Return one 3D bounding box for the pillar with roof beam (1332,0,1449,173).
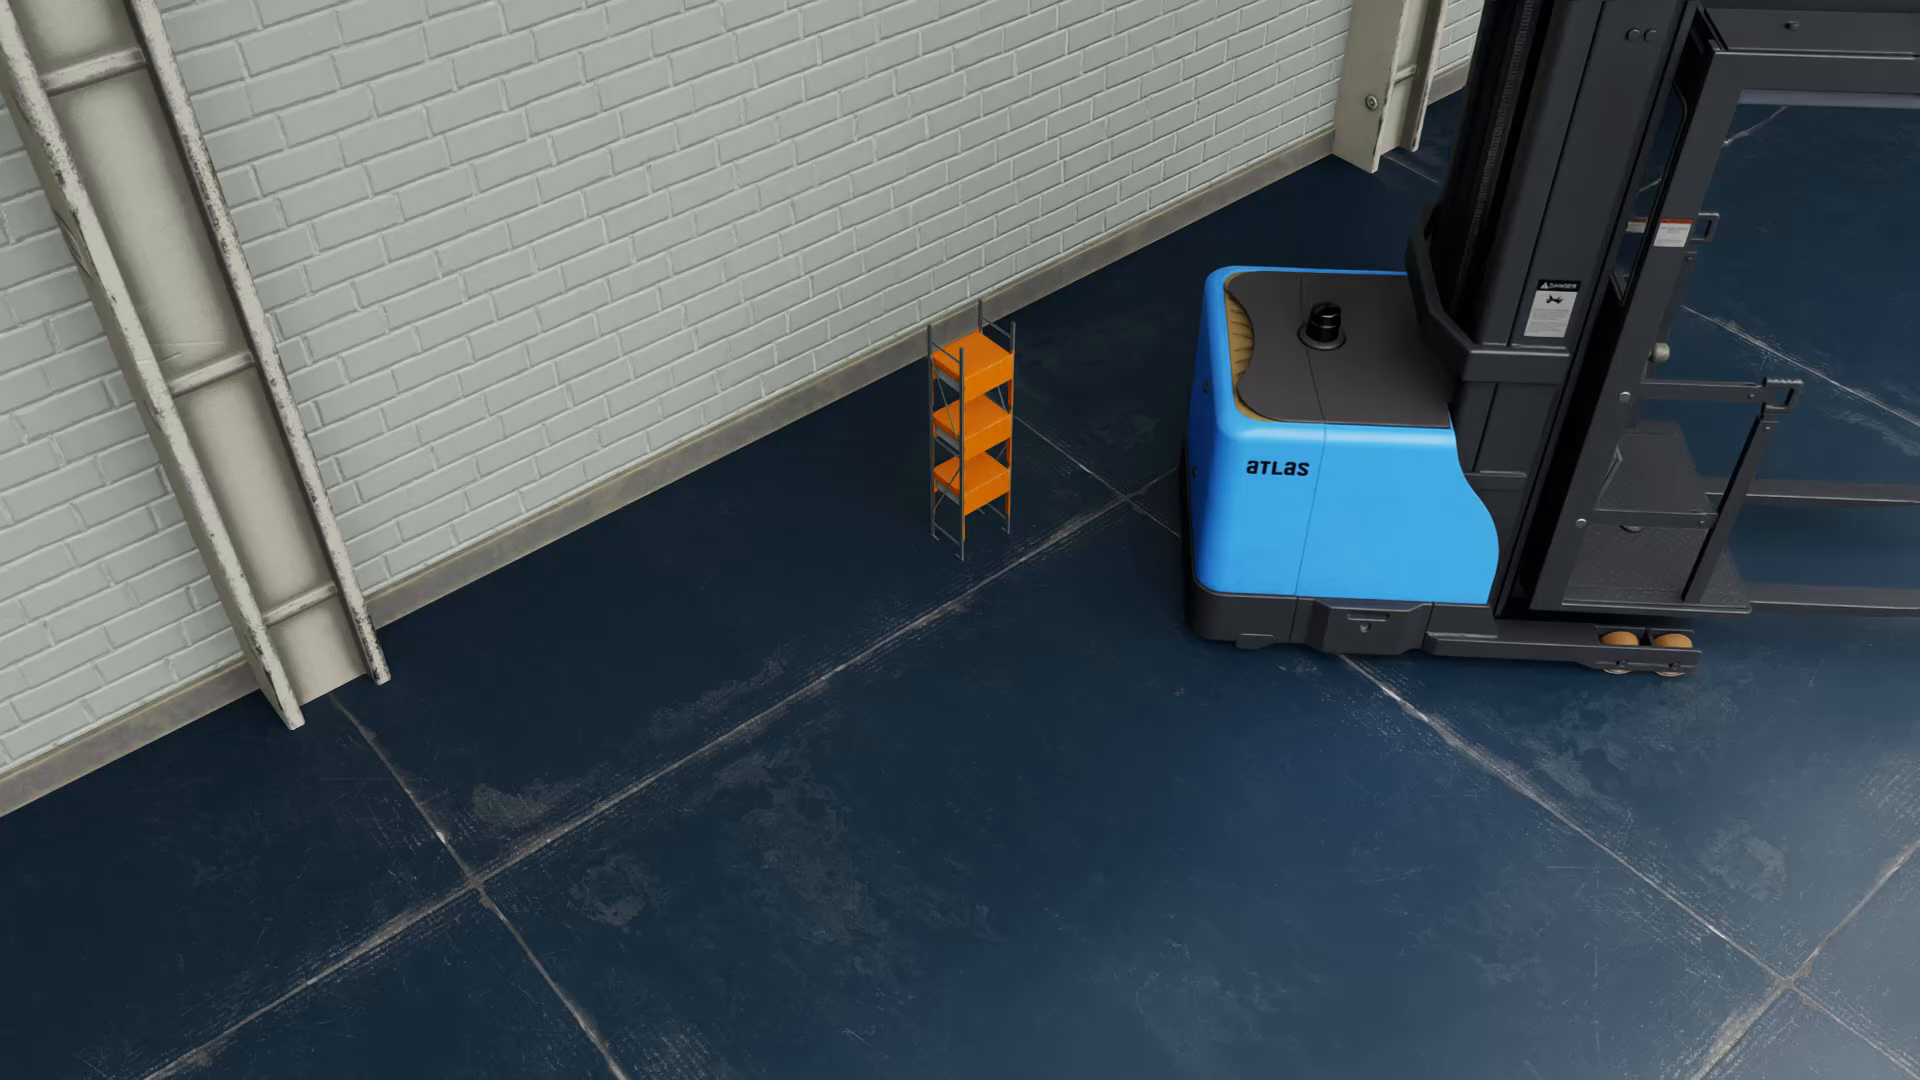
[{"bbox_3d":[4.996,-3.133,3.512,0.400,9.000,9.100,-30,51,-28],"label":"pillar with roof beam"}]

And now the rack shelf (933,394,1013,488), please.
[{"bbox_3d":[0.041,-0.398,6.423,0.240,0.259,0.215,-30,51,-28],"label":"rack shelf"}]

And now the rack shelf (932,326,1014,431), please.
[{"bbox_3d":[0.041,-0.605,6.229,0.240,0.259,0.215,-30,51,-28],"label":"rack shelf"}]

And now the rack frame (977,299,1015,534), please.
[{"bbox_3d":[0.135,-0.460,6.473,0.008,1.050,0.200,-30,51,-28],"label":"rack frame"}]

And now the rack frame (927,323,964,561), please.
[{"bbox_3d":[-0.053,-0.353,6.359,0.008,1.050,0.200,-30,51,-28],"label":"rack frame"}]

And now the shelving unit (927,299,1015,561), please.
[{"bbox_3d":[0.041,-0.406,6.416,0.252,1.050,0.215,-30,51,-28],"label":"shelving unit"}]

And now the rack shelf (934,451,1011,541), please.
[{"bbox_3d":[0.041,-0.196,6.613,0.240,0.259,0.215,-30,51,-28],"label":"rack shelf"}]

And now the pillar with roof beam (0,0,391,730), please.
[{"bbox_3d":[0.394,-0.497,0.706,0.400,9.000,9.100,-30,51,-28],"label":"pillar with roof beam"}]

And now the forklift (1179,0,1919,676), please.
[{"bbox_3d":[2.398,-0.938,5.608,3.031,2.935,1.130,2,43,3],"label":"forklift"}]
